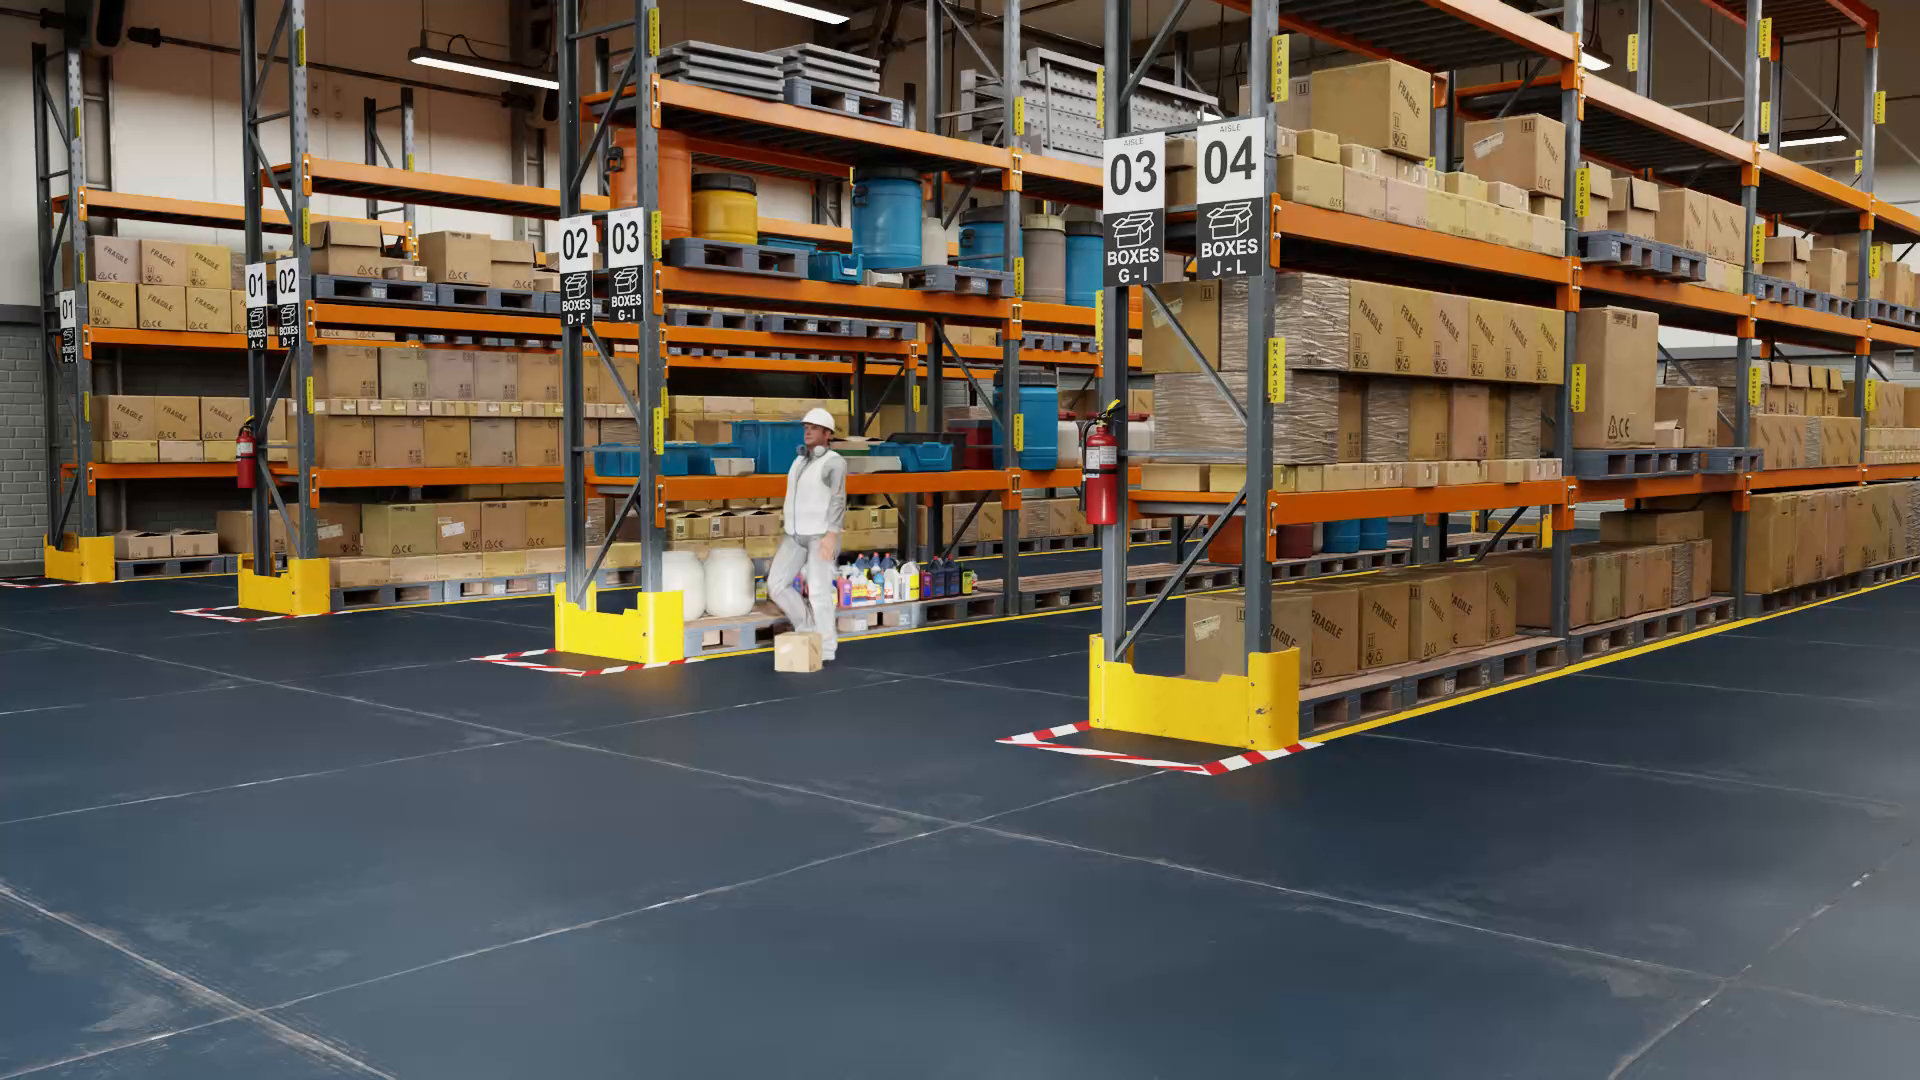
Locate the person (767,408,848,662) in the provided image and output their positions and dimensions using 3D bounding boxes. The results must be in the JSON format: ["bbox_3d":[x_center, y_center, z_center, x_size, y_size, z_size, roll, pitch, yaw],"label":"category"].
[{"bbox_3d":[-1.061,-0.023,11.568,0.577,1.784,0.476,3,5,41],"label":"person"}]
